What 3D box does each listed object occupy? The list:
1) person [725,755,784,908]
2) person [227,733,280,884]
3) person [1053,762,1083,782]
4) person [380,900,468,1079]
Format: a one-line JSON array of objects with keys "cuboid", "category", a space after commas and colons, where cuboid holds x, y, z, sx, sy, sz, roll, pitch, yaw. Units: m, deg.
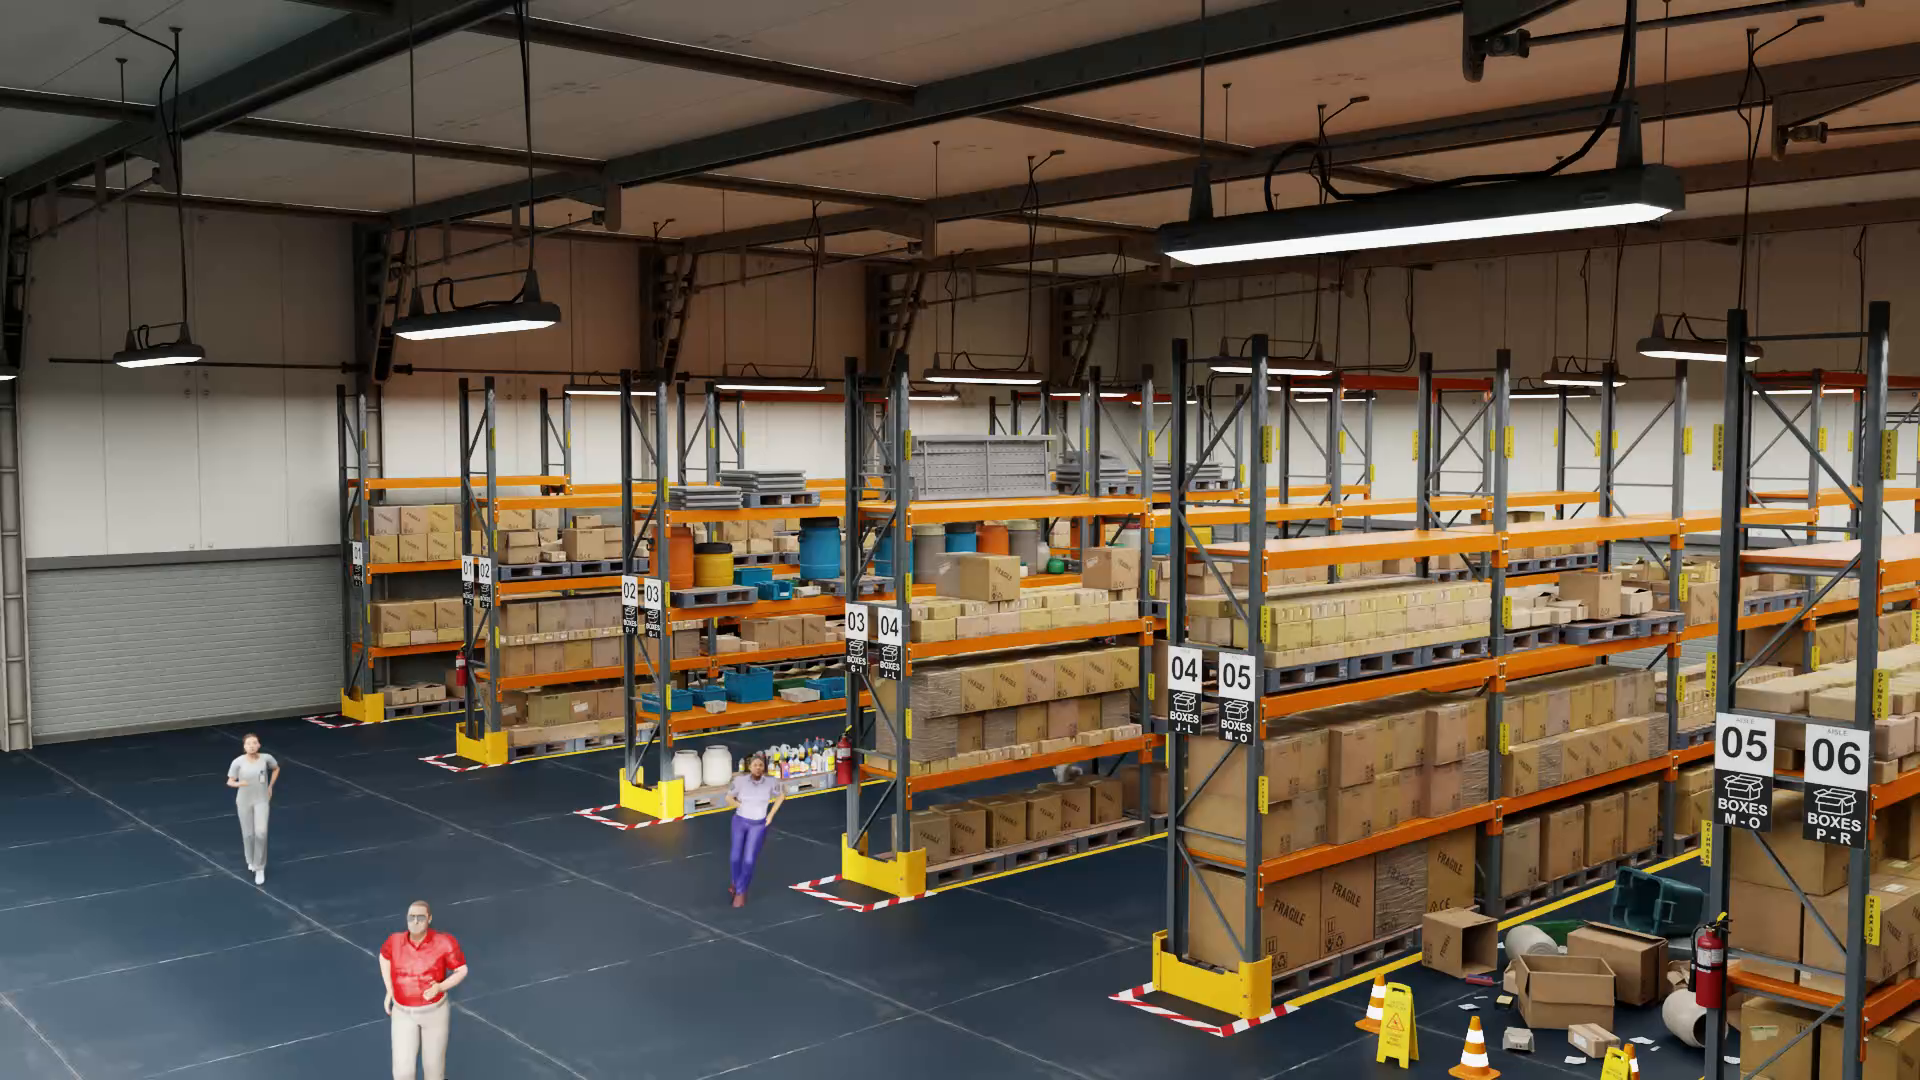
[{"cuboid": [-2.275, 3.182, 18.230, 0.634, 1.661, 0.690, 0, 4, 6], "category": "person"}, {"cuboid": [-8.144, 3.071, 19.188, 0.559, 1.715, 0.703, -2, 4, -22], "category": "person"}, {"cuboid": [1.502, 2.798, 22.892, 0.719, 1.754, 0.844, 3, 5, 37], "category": "person"}, {"cuboid": [-3.930, 3.522, 12.187, 0.643, 1.799, 0.802, -1, 4, -13], "category": "person"}]
